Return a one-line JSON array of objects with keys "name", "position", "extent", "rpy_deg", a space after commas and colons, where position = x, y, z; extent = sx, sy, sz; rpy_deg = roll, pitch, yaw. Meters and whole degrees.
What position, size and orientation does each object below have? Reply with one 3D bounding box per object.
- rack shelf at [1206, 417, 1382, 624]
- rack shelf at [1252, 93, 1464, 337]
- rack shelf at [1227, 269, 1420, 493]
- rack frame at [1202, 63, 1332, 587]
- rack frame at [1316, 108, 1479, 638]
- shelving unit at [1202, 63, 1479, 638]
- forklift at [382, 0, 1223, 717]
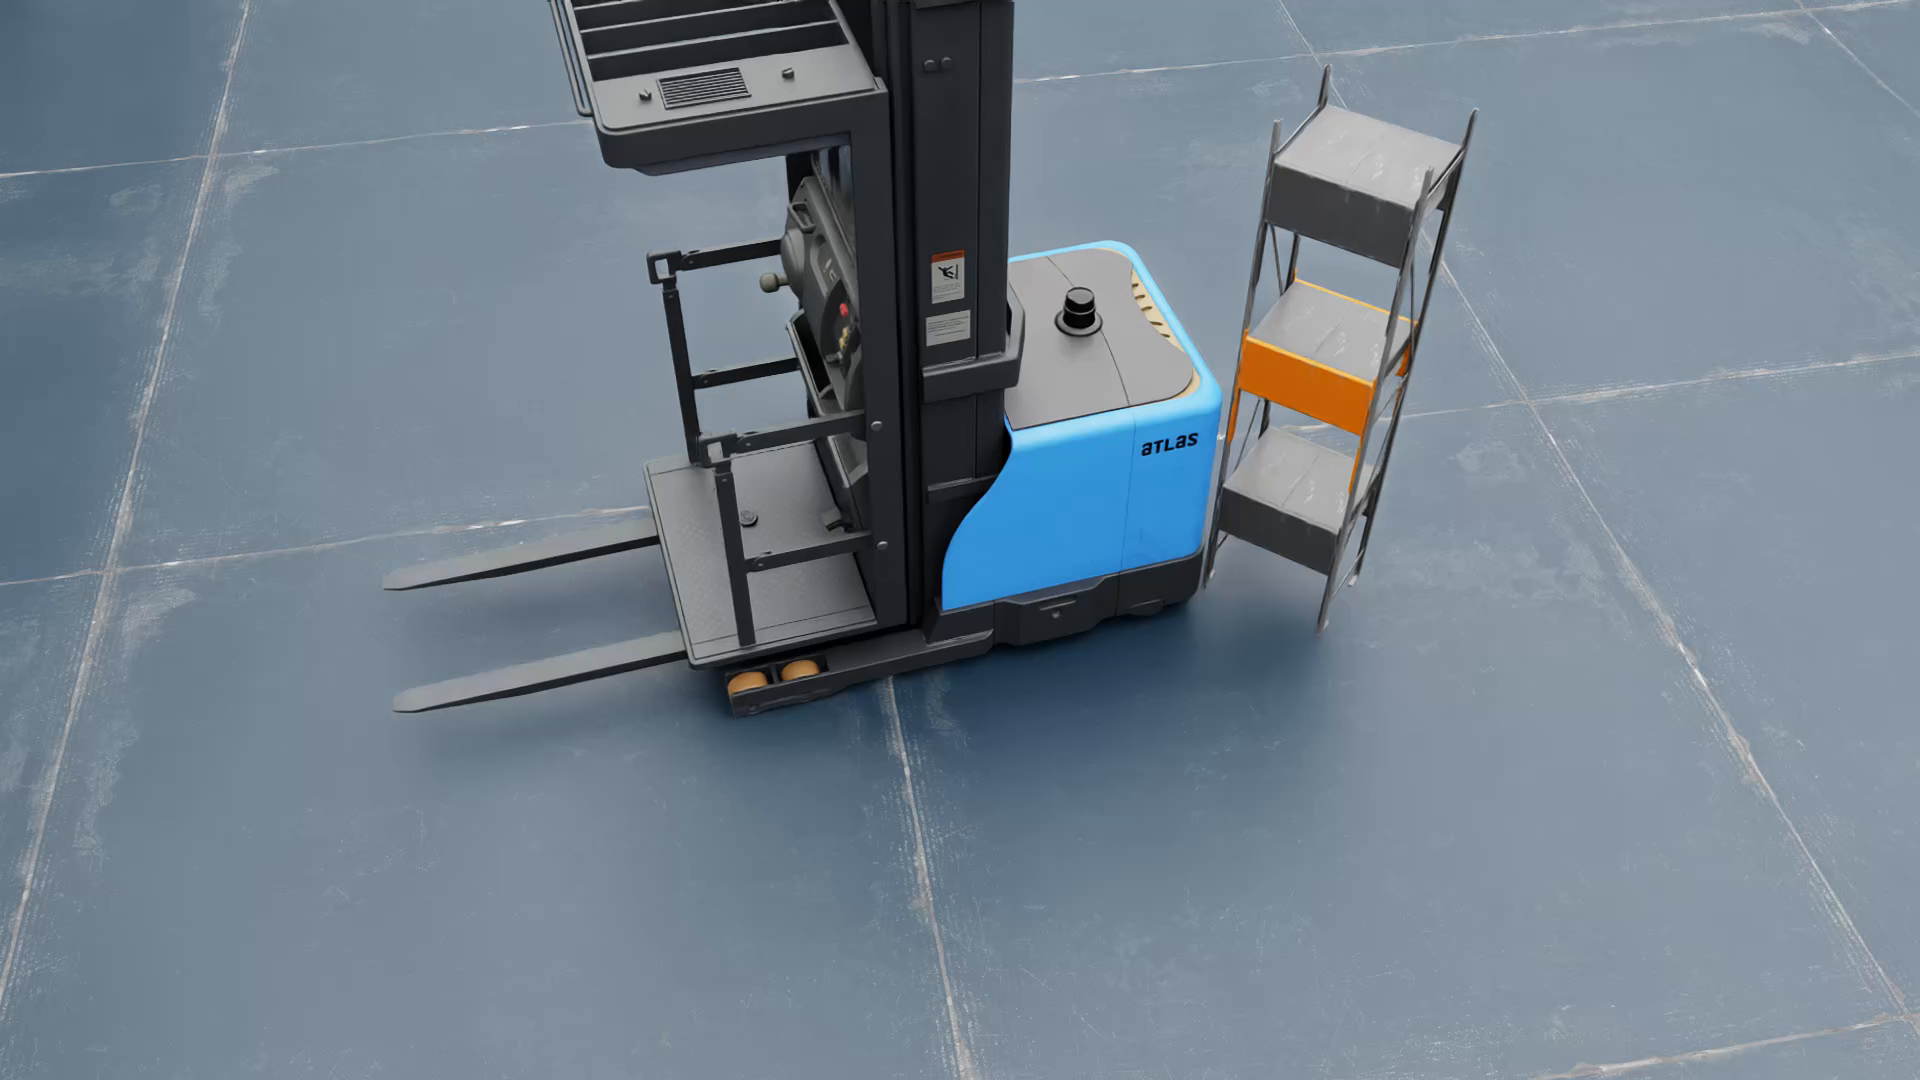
[{"name": "rack shelf", "position": [1.277, -0.077, 6.357], "extent": [0.480, 0.518, 0.431], "rpy_deg": [25, 51, 22]}, {"name": "rack shelf", "position": [1.277, -1.048, 5.349], "extent": [0.480, 0.518, 0.431], "rpy_deg": [25, 51, 22]}, {"name": "rack shelf", "position": [1.277, -0.562, 5.853], "extent": [0.480, 0.518, 0.431], "rpy_deg": [25, 51, 22]}, {"name": "rack frame", "position": [1.071, -0.667, 5.934], "extent": [0.015, 2.100, 0.400], "rpy_deg": [25, 51, 22]}, {"name": "rack frame", "position": [1.482, -0.477, 5.752], "extent": [0.015, 2.100, 0.400], "rpy_deg": [25, 51, 22]}, {"name": "shelving unit", "position": [1.277, -0.572, 5.843], "extent": [0.503, 2.100, 0.431], "rpy_deg": [25, 51, 22]}, {"name": "forklift", "position": [-0.644, -0.801, 5.487], "extent": [3.031, 2.935, 1.130], "rpy_deg": [-12, 47, -11]}]
